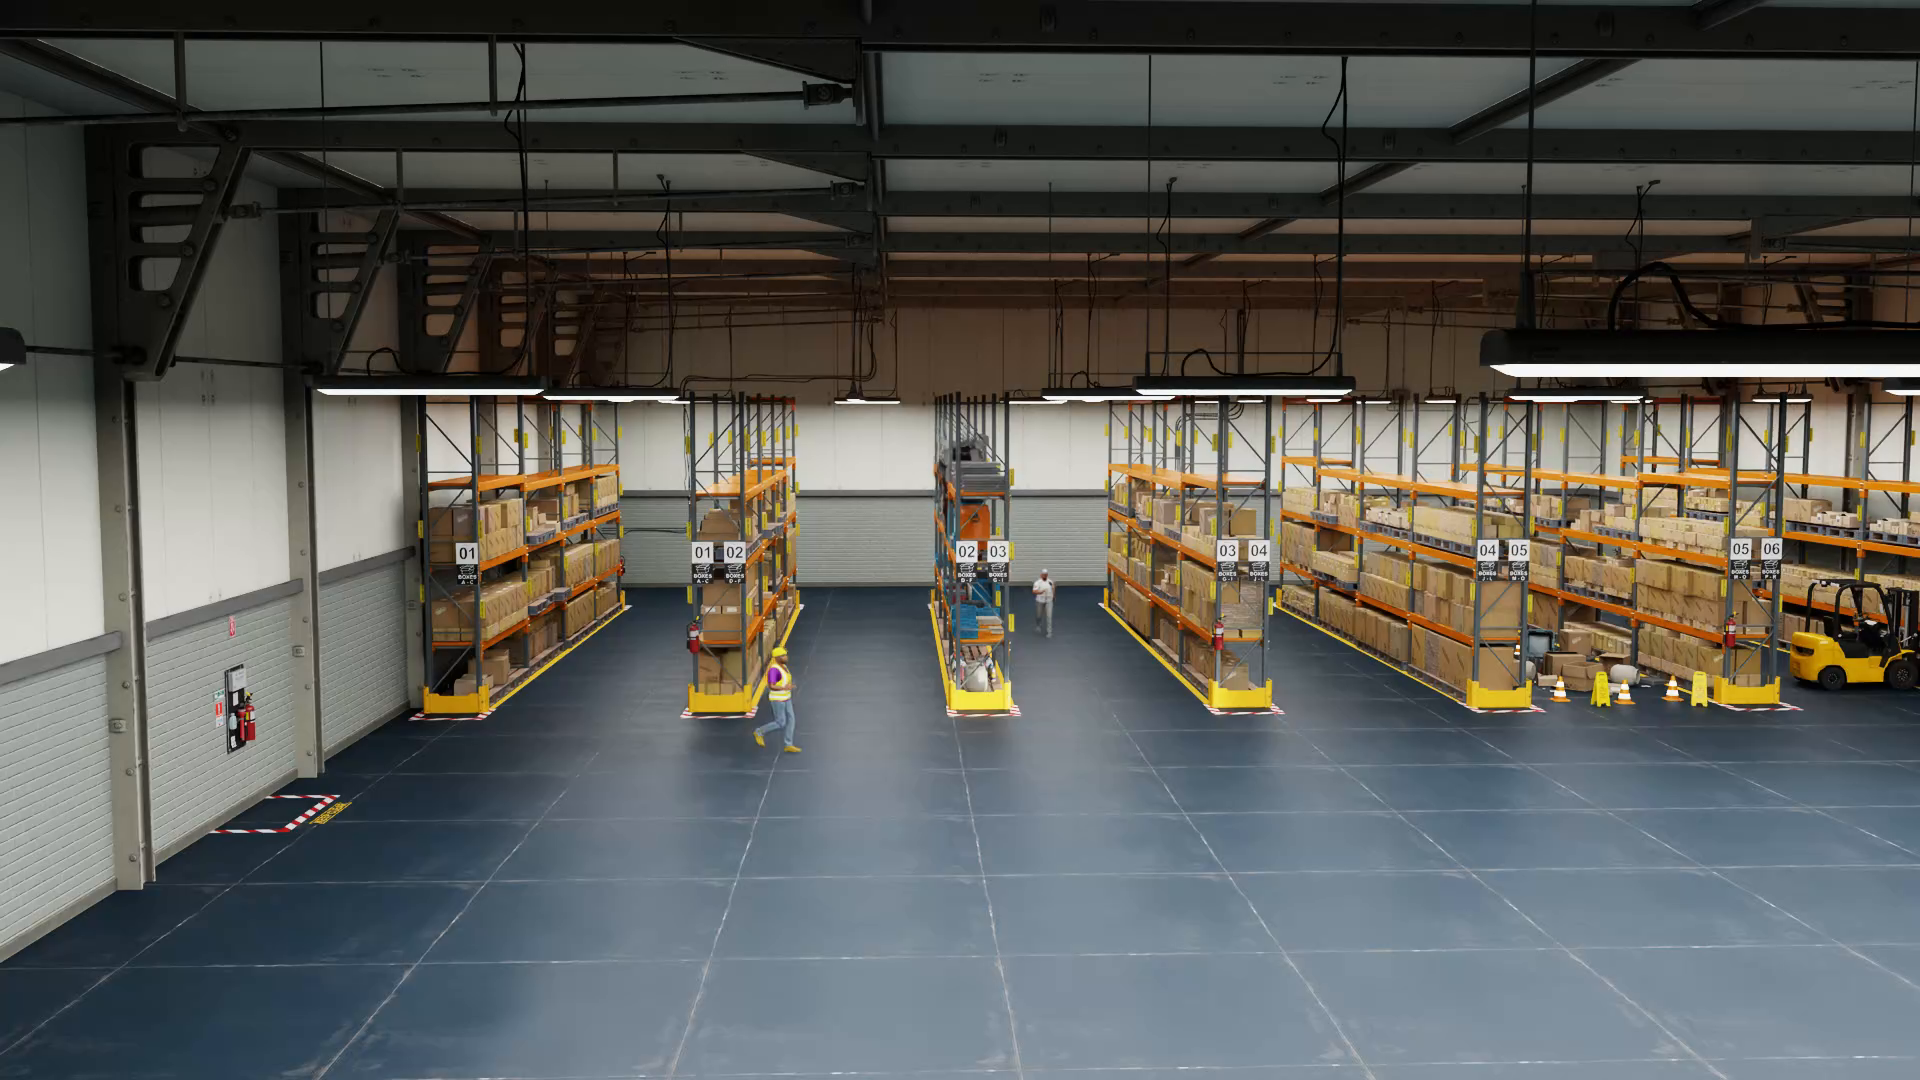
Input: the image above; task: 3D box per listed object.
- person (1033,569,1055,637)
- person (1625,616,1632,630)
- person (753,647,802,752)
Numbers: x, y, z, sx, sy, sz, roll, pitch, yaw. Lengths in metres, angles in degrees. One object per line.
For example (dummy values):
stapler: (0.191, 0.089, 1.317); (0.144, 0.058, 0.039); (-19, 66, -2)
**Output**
person: (2.106, 1.553, 41.498); (0.607, 1.651, 0.941); (-1, 5, -8)
person: (16.447, 1.676, 40.746); (0.556, 1.611, 0.813); (0, 5, -5)
person: (-3.017, 2.640, 27.538); (0.822, 1.741, 0.715); (1, 5, 14)
